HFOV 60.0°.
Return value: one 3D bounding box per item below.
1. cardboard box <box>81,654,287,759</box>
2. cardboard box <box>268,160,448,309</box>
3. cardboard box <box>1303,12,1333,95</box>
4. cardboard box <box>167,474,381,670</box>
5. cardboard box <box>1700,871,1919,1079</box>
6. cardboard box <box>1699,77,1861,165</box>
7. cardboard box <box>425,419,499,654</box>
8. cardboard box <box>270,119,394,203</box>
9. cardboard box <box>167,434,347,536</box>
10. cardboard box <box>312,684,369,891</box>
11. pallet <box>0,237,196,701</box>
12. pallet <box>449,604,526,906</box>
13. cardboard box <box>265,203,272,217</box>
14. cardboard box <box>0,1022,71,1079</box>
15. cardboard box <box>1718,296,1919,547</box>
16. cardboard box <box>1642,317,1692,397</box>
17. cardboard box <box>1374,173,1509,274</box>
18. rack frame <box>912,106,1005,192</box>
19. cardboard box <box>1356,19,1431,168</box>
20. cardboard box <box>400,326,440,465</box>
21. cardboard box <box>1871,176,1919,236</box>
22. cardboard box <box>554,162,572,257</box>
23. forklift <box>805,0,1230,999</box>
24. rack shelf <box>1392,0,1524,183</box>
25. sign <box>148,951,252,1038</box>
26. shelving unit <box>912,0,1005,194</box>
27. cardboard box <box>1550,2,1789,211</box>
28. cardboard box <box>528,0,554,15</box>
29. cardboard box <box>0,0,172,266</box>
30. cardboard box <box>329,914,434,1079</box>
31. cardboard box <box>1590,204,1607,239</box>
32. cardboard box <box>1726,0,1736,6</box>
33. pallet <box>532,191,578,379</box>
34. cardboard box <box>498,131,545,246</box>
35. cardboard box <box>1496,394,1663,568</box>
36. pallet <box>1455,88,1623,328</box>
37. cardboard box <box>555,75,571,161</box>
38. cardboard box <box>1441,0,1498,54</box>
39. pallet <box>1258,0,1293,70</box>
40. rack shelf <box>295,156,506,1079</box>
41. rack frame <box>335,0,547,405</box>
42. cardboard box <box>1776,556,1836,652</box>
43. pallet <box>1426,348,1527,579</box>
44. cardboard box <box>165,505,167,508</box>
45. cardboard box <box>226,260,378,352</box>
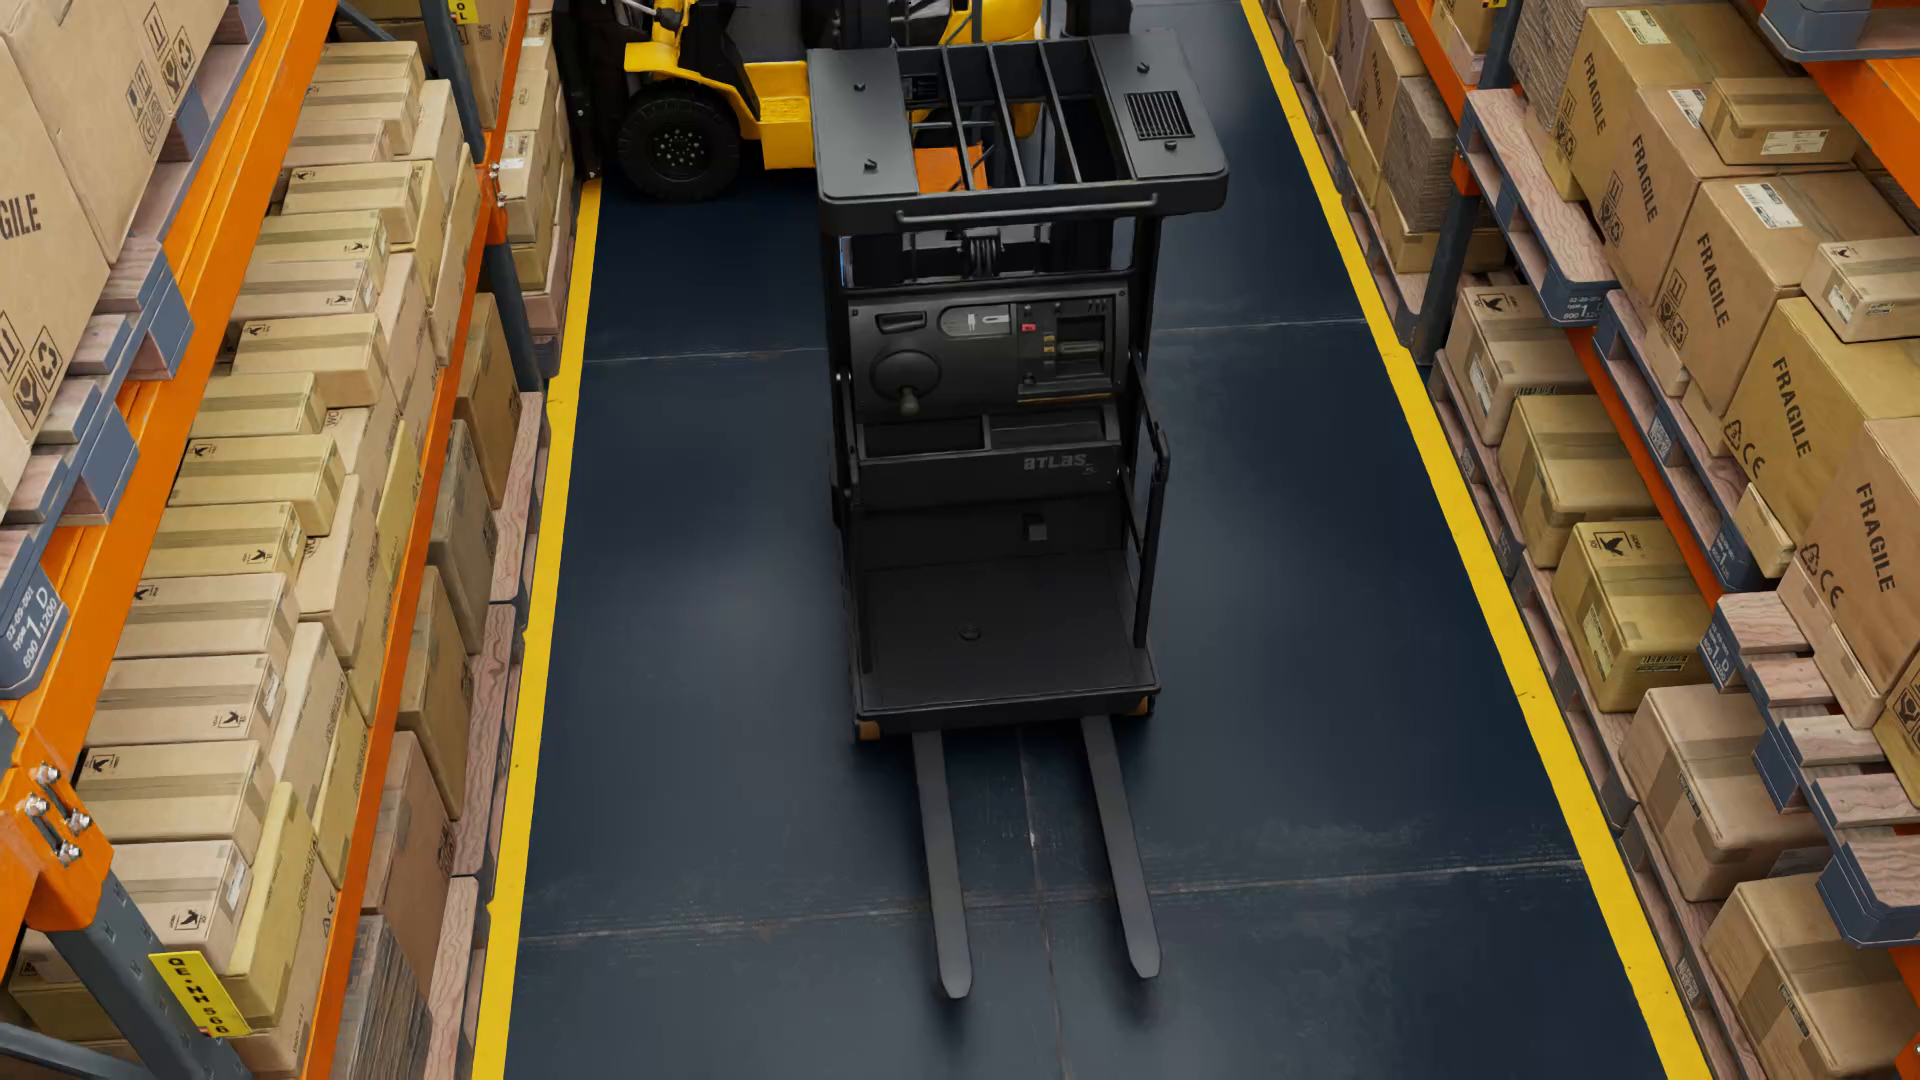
[{"bbox_3d":[-1.822,0.415,3.912,0.380,0.149,0.250,-2,47,-2],"label":"cardboard box"},{"bbox_3d":[-2.007,-1.004,5.531,0.500,0.250,0.500,-5,47,-4],"label":"cardboard box"},{"bbox_3d":[2.143,-2.629,8.915,0.500,0.250,0.500,-1,47,-1],"label":"cardboard box"},{"bbox_3d":[-1.879,0.100,4.485,0.500,0.250,0.500,-5,47,-4],"label":"cardboard box"},{"bbox_3d":[2.890,1.344,5.068,0.950,0.372,0.625,-6,47,-6],"label":"cardboard box"},{"bbox_3d":[2.473,-1.263,5.007,0.380,0.149,0.250,-1,47,-1],"label":"cardboard box"},{"bbox_3d":[-2.241,0.015,6.152,0.875,0.625,0.625,-4,47,-4],"label":"cardboard box"},{"bbox_3d":[-2.096,-1.254,5.492,0.380,0.149,0.250,-4,47,-3],"label":"cardboard box"},{"bbox_3d":[-1.870,-0.141,4.438,0.380,0.149,0.250,-3,47,-2],"label":"cardboard box"},{"bbox_3d":[-1.849,0.650,4.308,0.500,0.250,0.500,-4,47,-4],"label":"cardboard box"},{"bbox_3d":[-2.164,-0.154,3.030,1.213,0.211,1.003,-2,47,-1],"label":"pallet"},{"bbox_3d":[-2.148,0.779,6.004,1.003,0.211,1.213,-3,47,-3],"label":"pallet"},{"bbox_3d":[-2.534,-0.969,5.497,0.500,0.250,0.500,-4,47,-4],"label":"cardboard box"},{"bbox_3d":[-2.311,1.040,3.939,0.500,0.250,0.500,-4,47,-4],"label":"cardboard box"},{"bbox_3d":[2.515,-0.338,4.577,0.500,0.500,0.500,-6,47,-6],"label":"cardboard box"},{"bbox_3d":[2.405,-0.594,5.267,0.380,0.149,0.250,-2,47,-2],"label":"cardboard box"},{"bbox_3d":[2.275,-1.510,7.856,0.500,0.250,0.500,-2,47,-1],"label":"cardboard box"},{"bbox_3d":[-0.071,-1.178,6.969,0.500,1.500,0.032,-3,47,-3],"label":"rack frame"},{"bbox_3d":[2.231,-2.136,7.932,0.500,0.500,0.500,-3,47,-3],"label":"cardboard box"},{"bbox_3d":[-1.992,-0.471,5.370,0.500,0.250,0.500,-3,47,-3],"label":"cardboard box"},{"bbox_3d":[2.985,-0.749,4.967,0.500,0.500,0.500,-5,47,-5],"label":"cardboard box"},{"bbox_3d":[-2.122,-1.531,7.875,0.500,0.250,0.500,-4,47,-4],"label":"cardboard box"},{"bbox_3d":[0.126,-0.535,5.375,1.130,2.935,3.031,-5,47,-5],"label":"forklift"},{"bbox_3d":[2.425,-3.100,8.252,1.077,0.370,4.000,-3,47,-3],"label":"rack shelf"},{"bbox_3d":[-1.479,0.888,3.237,0.100,0.325,0.005,-3,47,-3],"label":"sign"},{"bbox_3d":[-0.112,-1.539,7.311,0.587,1.500,1.083,-3,47,-3],"label":"shelving unit"},{"bbox_3d":[2.389,-1.462,5.642,0.500,0.500,0.500,-3,47,-3],"label":"cardboard box"},{"bbox_3d":[-2.203,-2.618,8.215,0.500,0.250,0.500,-4,47,-4],"label":"cardboard box"},{"bbox_3d":[-1.978,-0.844,3.127,0.700,0.500,0.500,-4,47,-4],"label":"cardboard box"},{"bbox_3d":[-2.057,1.518,4.729,0.875,0.625,0.625,-2,47,-2],"label":"cardboard box"},{"bbox_3d":[2.436,-1.157,5.800,0.380,0.149,0.250,-1,47,-1],"label":"cardboard box"},{"bbox_3d":[2.860,-1.861,6.020,0.500,0.500,0.500,-4,47,-4],"label":"cardboard box"},{"bbox_3d":[-2.378,-1.215,7.891,1.003,0.211,1.213,-3,47,-3],"label":"pallet"},{"bbox_3d":[-2.081,-1.507,7.164,0.500,0.250,0.500,-4,47,-4],"label":"cardboard box"},{"bbox_3d":[2.703,-0.242,6.570,0.950,0.372,0.625,-1,47,-1],"label":"cardboard box"},{"bbox_3d":[2.512,-1.272,6.158,1.003,0.211,1.213,-3,47,-3],"label":"pallet"},{"bbox_3d":[-2.161,-2.064,8.035,0.500,0.250,0.500,-4,47,-4],"label":"cardboard box"},{"bbox_3d":[2.308,-2.343,6.766,0.500,0.500,0.500,-5,47,-4],"label":"cardboard box"},{"bbox_3d":[2.297,-3.190,9.763,1.003,0.211,1.213,-3,47,-3],"label":"pallet"},{"bbox_3d":[-2.186,0.099,5.223,1.077,0.370,4.000,-3,47,-3],"label":"rack shelf"},{"bbox_3d":[-2.353,-1.596,6.332,1.000,3.000,0.127,-3,47,-3],"label":"rack frame"},{"bbox_3d":[2.492,0.161,4.552,0.380,0.149,0.250,-5,47,-5],"label":"cardboard box"},{"bbox_3d":[2.659,-0.378,7.099,1.003,0.211,1.213,-3,47,-3],"label":"pallet"},{"bbox_3d":[-2.417,0.138,4.449,0.500,0.250,0.500,-4,47,-4],"label":"cardboard box"},{"bbox_3d":[-1.967,-0.697,4.965,0.380,0.149,0.250,-3,47,-3],"label":"cardboard box"}]
